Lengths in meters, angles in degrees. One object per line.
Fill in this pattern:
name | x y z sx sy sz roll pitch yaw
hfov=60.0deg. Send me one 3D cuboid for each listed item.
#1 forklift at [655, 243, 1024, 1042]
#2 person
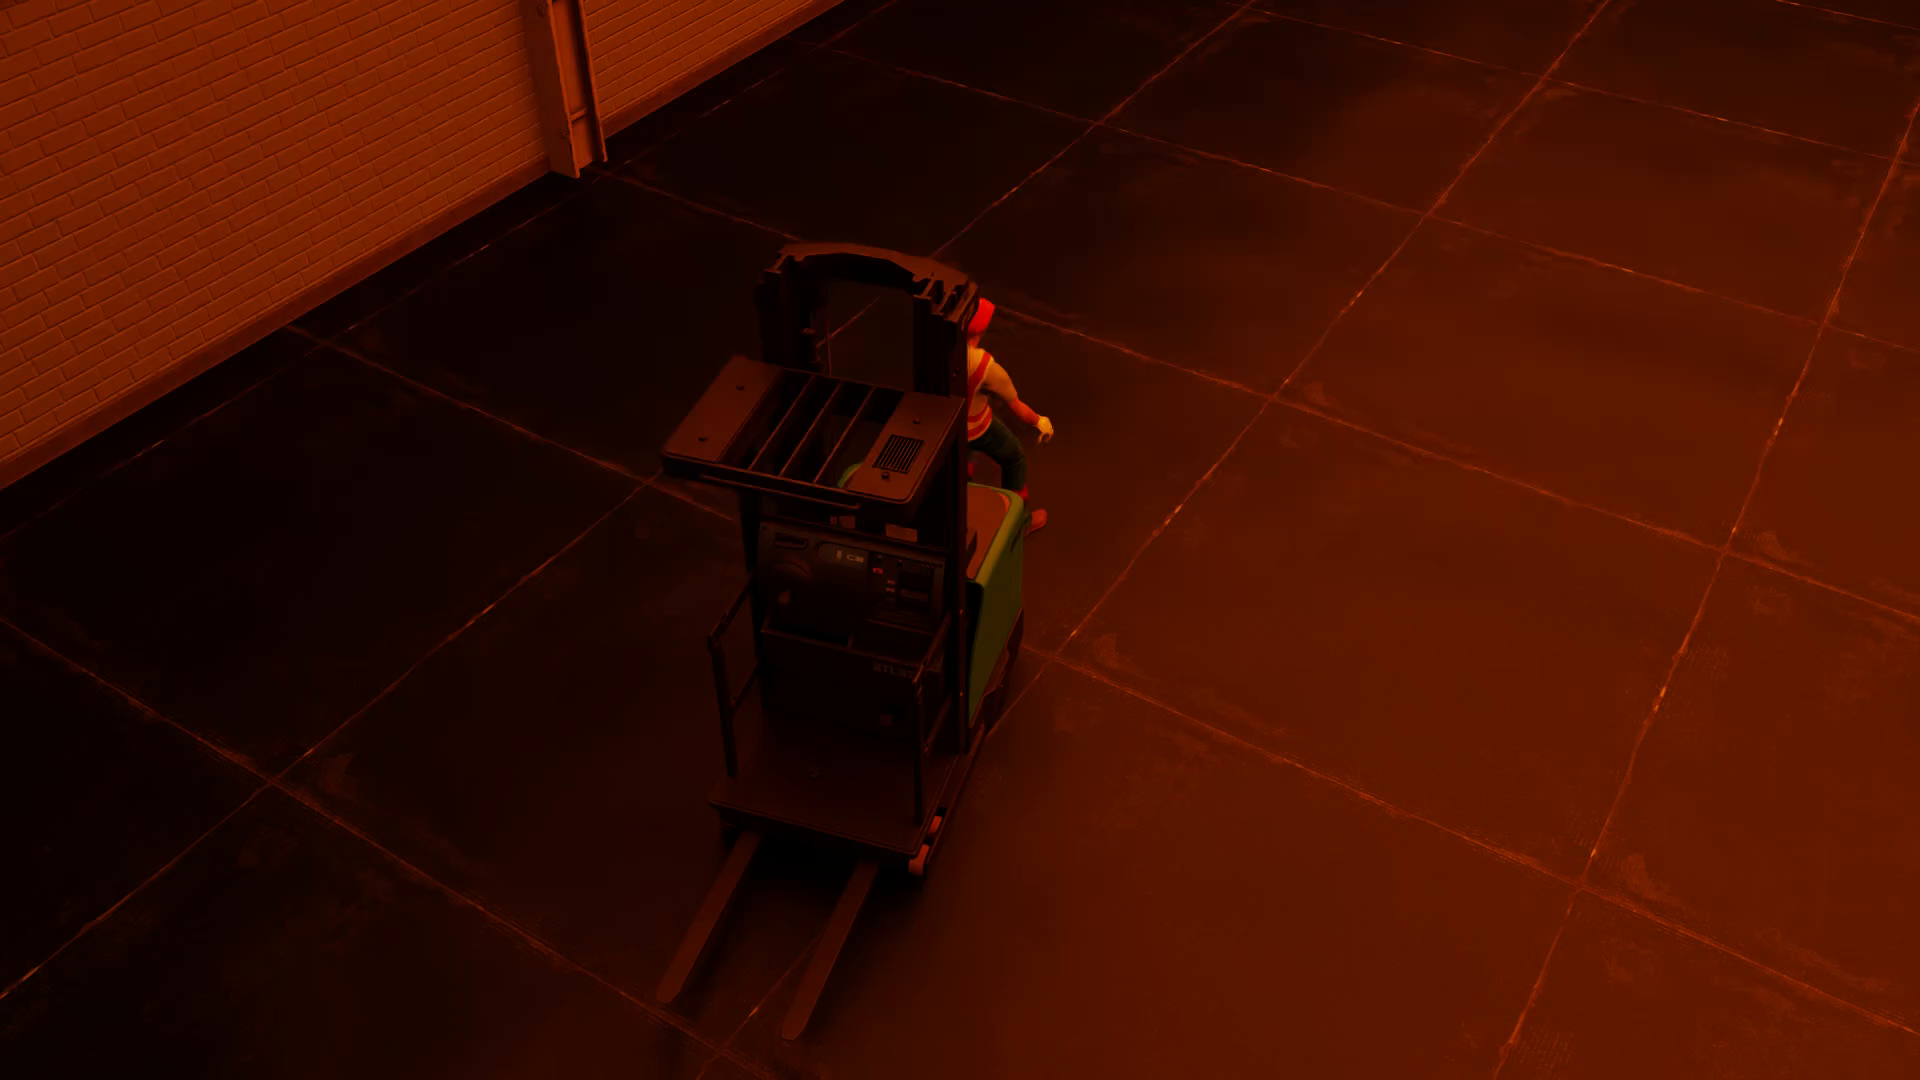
forklift | -0.581 0.256 7.665 1.130 2.935 3.031 12 42 14
person | 0.128 -0.743 9.802 0.806 1.700 0.570 23 46 25
